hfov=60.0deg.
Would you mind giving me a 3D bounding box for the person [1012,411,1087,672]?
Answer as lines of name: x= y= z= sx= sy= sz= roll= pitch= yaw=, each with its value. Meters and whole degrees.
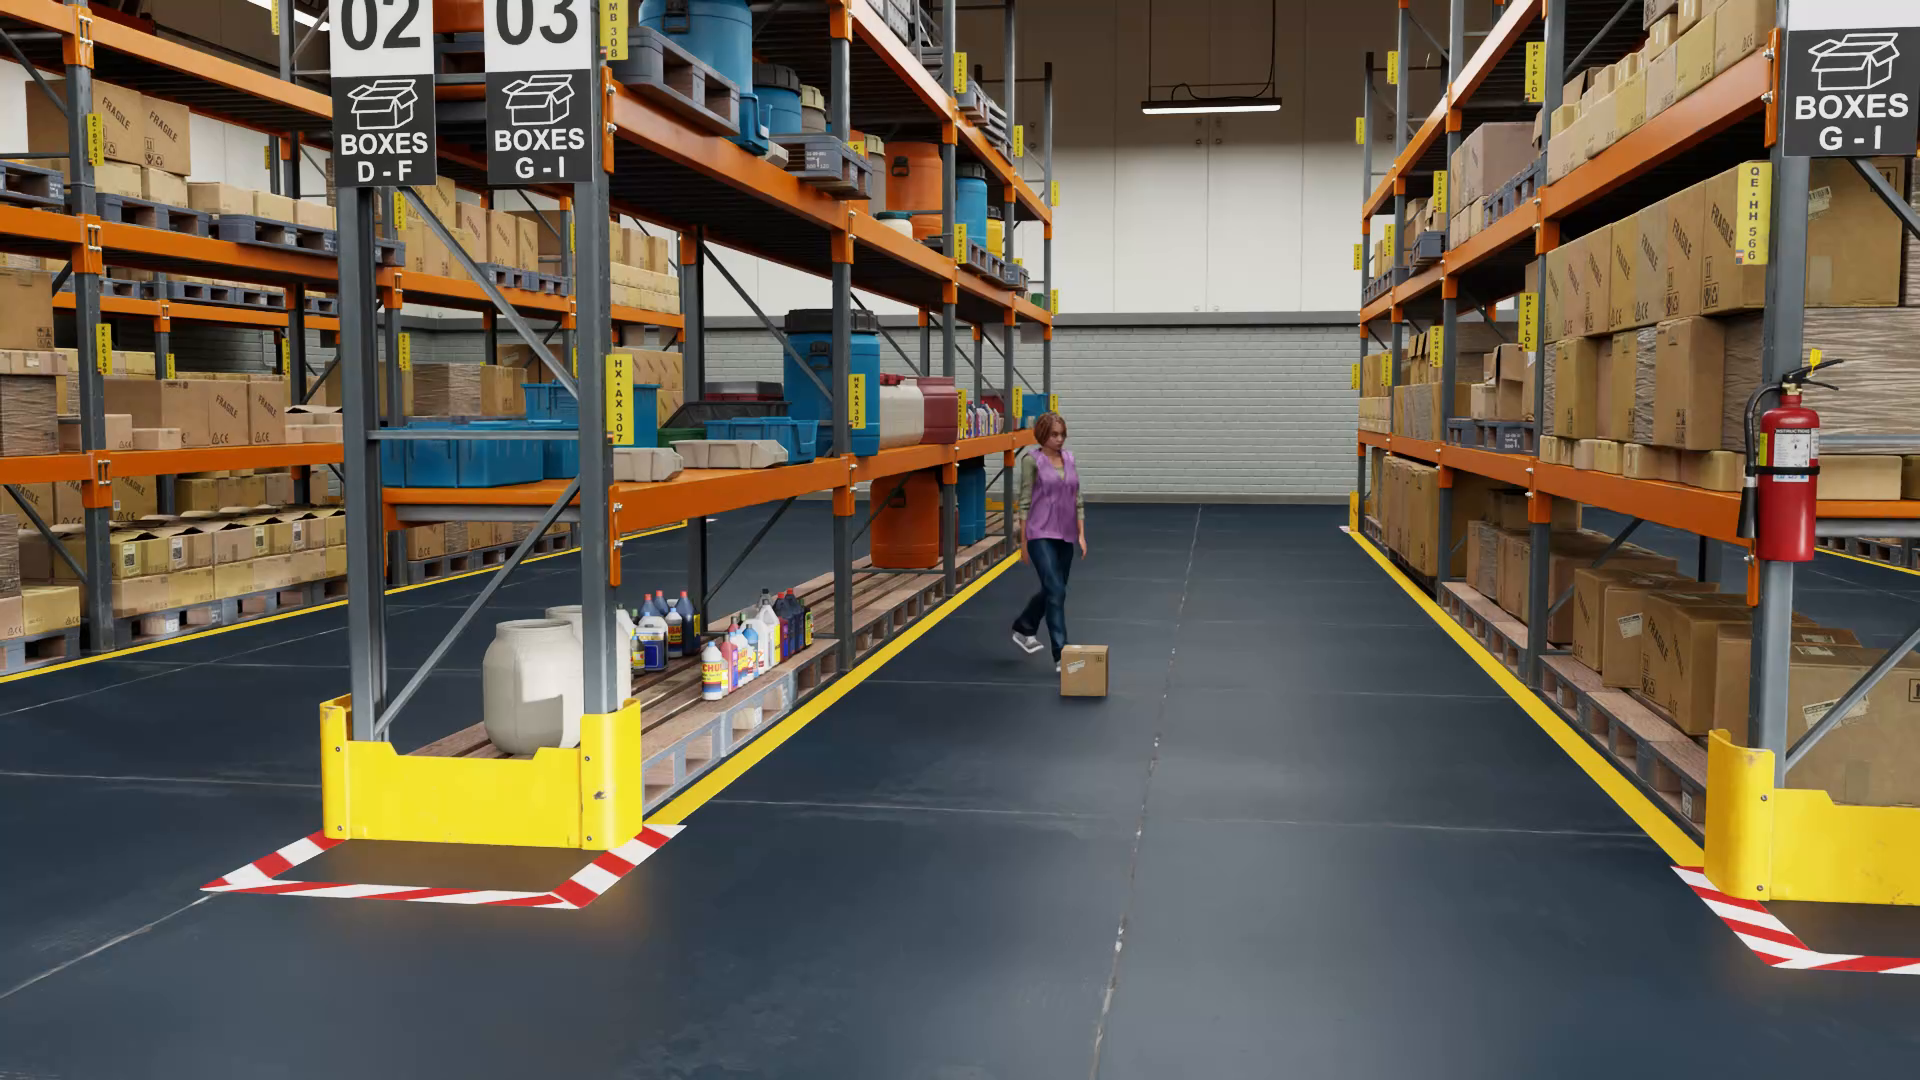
person: x=0.561 y=-0.002 z=10.147 sx=0.408 sy=1.557 sz=0.879 roll=-3 pitch=6 yaw=-35
